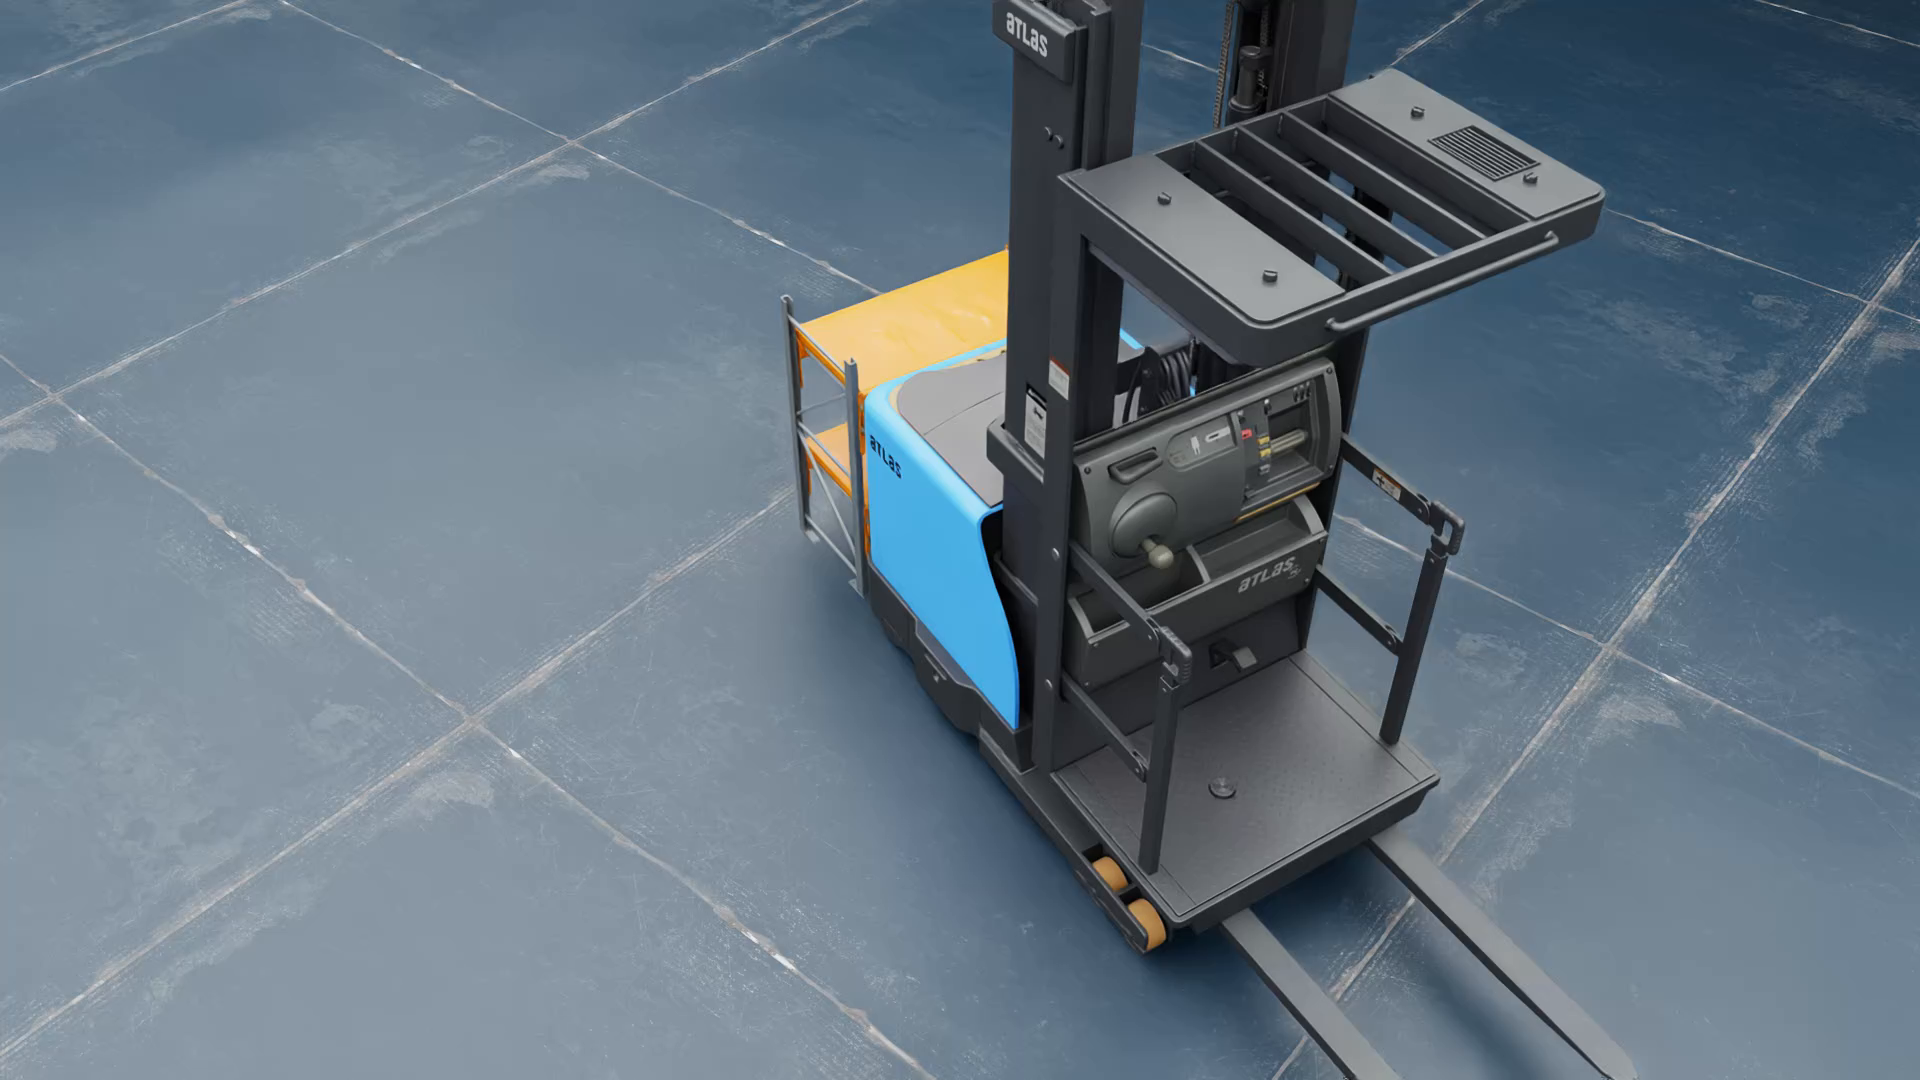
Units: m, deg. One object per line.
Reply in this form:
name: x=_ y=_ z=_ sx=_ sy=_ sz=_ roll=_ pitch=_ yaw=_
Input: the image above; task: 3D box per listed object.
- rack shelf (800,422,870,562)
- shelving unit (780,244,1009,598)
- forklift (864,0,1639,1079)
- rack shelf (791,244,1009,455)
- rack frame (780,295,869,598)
rack shelf: x=-0.081 y=-0.341 z=6.652 sx=1.000 sy=0.278 sz=0.538 roll=-24 pitch=47 yaw=-24
shelving unit: x=-0.081 y=-0.522 z=6.488 sx=1.048 sy=1.125 sz=0.538 roll=-24 pitch=47 yaw=-24
forklift: x=0.856 y=-0.138 z=4.723 sx=1.130 sy=2.935 sz=3.031 roll=-23 pitch=47 yaw=-23
rack shelf: x=-0.081 y=-0.739 z=6.291 sx=1.000 sy=0.278 sz=0.538 roll=-24 pitch=47 yaw=-24
rack frame: x=-0.505 y=-0.333 z=6.281 sx=0.032 sy=1.125 sz=0.500 roll=-24 pitch=47 yaw=-24
